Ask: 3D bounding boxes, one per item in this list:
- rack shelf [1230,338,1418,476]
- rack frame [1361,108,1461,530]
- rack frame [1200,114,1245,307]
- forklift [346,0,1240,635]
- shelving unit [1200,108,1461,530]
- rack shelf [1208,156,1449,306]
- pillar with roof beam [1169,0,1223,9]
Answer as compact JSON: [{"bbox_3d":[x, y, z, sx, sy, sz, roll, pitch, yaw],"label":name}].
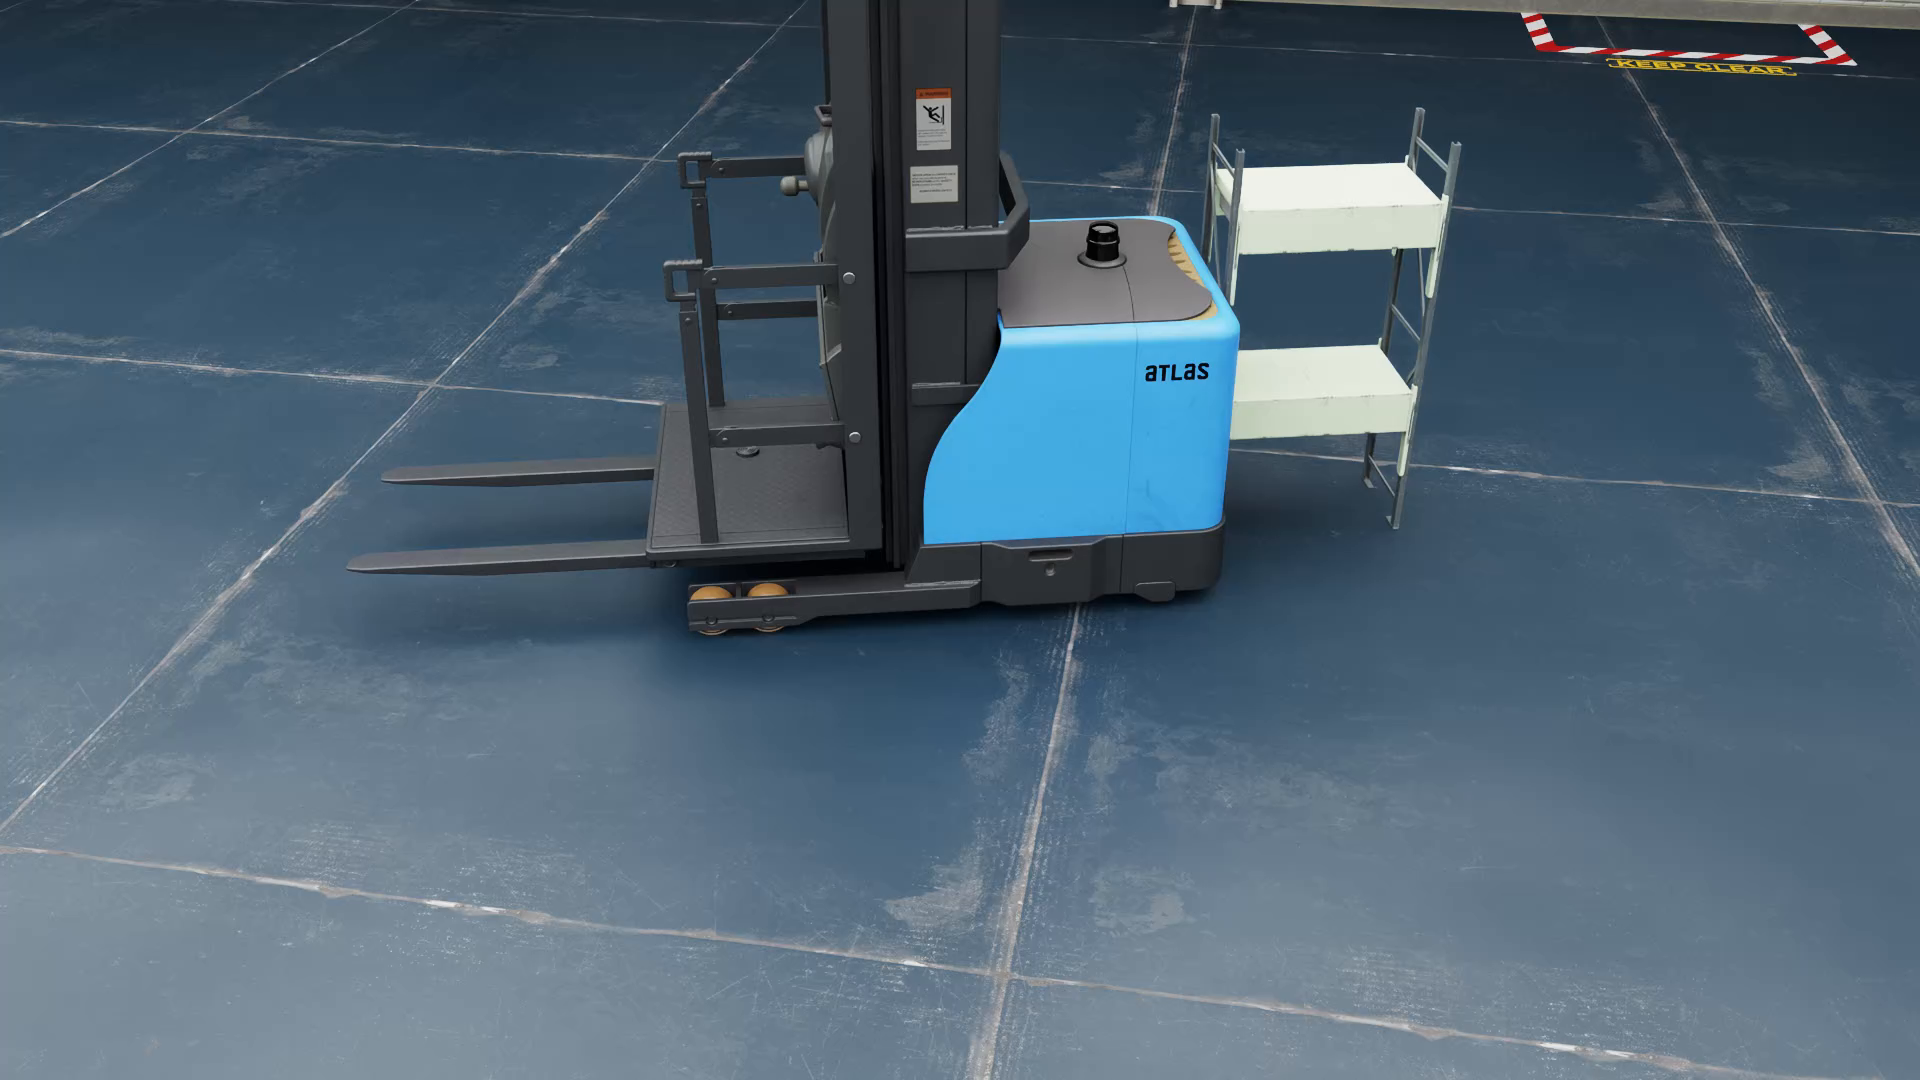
[{"bbox_3d":[1.270,-0.485,6.225,0.720,0.370,0.431,-3,32,-5],"label":"rack shelf"},{"bbox_3d":[1.634,-0.780,6.083,0.023,1.500,0.400,-3,32,-5],"label":"rack frame"},{"bbox_3d":[0.906,-0.742,6.022,0.023,1.500,0.400,-3,32,-5],"label":"rack frame"},{"bbox_3d":[-0.623,-1.210,5.420,3.031,2.935,1.130,-3,32,-5],"label":"forklift"},{"bbox_3d":[1.270,-0.761,6.052,0.755,1.500,0.431,-3,32,-5],"label":"shelving unit"},{"bbox_3d":[1.270,-1.092,5.845,0.720,0.370,0.431,-3,32,-5],"label":"rack shelf"},{"bbox_3d":[1.112,-5.736,6.932,0.400,9.000,9.100,5,32,8],"label":"pillar with roof beam"}]
